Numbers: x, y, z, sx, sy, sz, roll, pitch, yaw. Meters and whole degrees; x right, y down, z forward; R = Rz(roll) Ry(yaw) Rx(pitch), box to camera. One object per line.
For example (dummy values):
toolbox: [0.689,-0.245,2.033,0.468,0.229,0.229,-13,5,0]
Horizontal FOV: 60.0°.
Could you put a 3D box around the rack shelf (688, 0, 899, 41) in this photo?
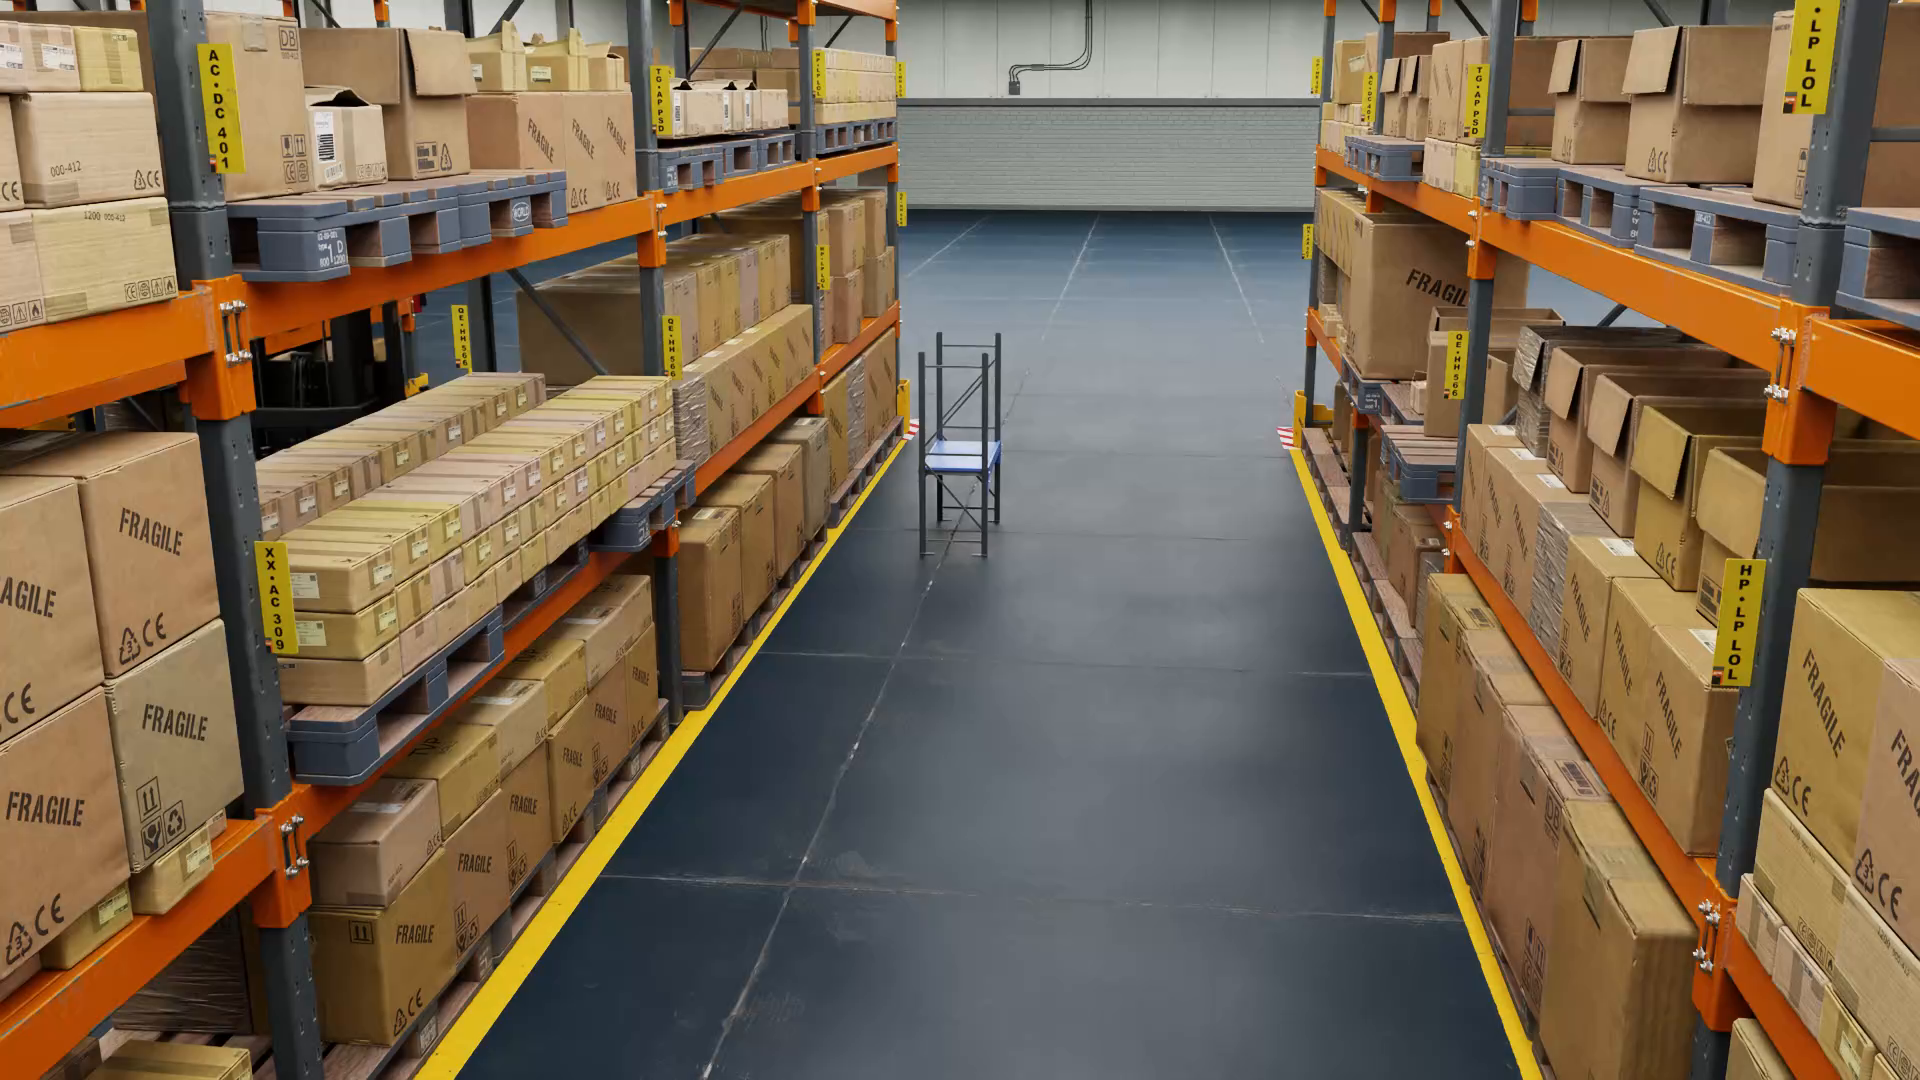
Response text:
rack shelf: [-1.329,-4.383,13.776,1.077,0.370,4.000,2,15,6]

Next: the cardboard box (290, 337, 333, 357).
cardboard box: [-5.902,-1.770,15.245,0.380,0.149,0.250,2,15,9]

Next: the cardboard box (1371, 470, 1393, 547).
cardboard box: [3.271,-0.183,11.540,0.700,0.500,0.500,1,15,2]

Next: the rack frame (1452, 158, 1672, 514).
rack frame: [2.911,-0.299,8.021,1.000,3.000,0.127,2,15,6]

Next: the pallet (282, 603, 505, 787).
pallet: [-2.227,0.465,5.563,1.003,0.211,1.213,2,15,6]

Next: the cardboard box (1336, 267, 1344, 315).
cardboard box: [3.687,-2.162,14.150,0.875,0.500,0.500,2,15,6]

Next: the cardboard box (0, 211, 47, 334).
cardboard box: [-2.313,-0.545,3.471,0.500,0.250,0.500,2,15,6]

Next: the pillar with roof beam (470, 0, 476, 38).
pillar with roof beam: [-5.631,-10.094,32.754,9.100,9.000,0.400,2,15,6]

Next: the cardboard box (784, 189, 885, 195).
cardboard box: [-1.184,-3.045,15.819,0.875,0.550,0.550,2,15,6]

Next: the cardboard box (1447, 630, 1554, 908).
cardboard box: [2.704,0.933,6.729,1.225,0.875,0.875,2,15,6]

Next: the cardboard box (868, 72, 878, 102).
cardboard box: [-0.996,-3.921,14.391,0.500,0.250,0.500,2,15,6]

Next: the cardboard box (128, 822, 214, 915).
cardboard box: [-2.178,0.839,4.296,0.380,0.149,0.250,1,15,5]

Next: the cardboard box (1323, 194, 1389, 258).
cardboard box: [3.362,-2.654,14.055,0.500,0.500,0.500,2,15,6]

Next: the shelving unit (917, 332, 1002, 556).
shelving unit: [0.010,-0.746,12.548,0.538,1.500,1.048,2,15,6]

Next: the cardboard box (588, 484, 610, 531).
cardboard box: [-1.724,-0.146,7.131,0.380,0.149,0.250,1,15,4]

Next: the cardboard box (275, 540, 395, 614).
cardboard box: [-1.956,0.109,5.049,0.380,0.149,0.250,2,15,9]

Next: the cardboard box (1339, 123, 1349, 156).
cardboard box: [3.337,-3.234,13.418,0.500,0.250,0.500,2,15,8]

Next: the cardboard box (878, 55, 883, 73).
cardboard box: [-0.891,-4.213,14.707,0.380,0.149,0.250,2,15,7]

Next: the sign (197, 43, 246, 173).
sign: [-1.918,-1.117,4.310,0.100,0.325,0.005,2,15,6]

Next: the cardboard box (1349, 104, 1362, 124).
cardboard box: [3.255,-3.339,13.041,0.380,0.149,0.250,2,15,9]

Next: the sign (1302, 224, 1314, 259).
sign: [3.274,-2.808,15.640,0.100,0.325,0.005,2,15,6]

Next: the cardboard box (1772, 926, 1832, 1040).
cardboard box: [2.066,0.995,3.717,0.380,0.149,0.250,1,15,4]

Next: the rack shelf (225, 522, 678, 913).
rack shelf: [-2.232,0.395,6.833,1.077,0.370,4.000,2,15,6]

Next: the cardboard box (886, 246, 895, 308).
cardboard box: [-1.100,-2.521,15.951,0.875,0.550,0.550,2,15,6]

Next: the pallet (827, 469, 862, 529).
pallet: [-1.391,-0.357,13.579,1.003,0.211,1.213,2,15,6]

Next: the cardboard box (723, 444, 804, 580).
cardboard box: [-1.648,-0.212,11.203,1.050,0.750,0.750,2,15,6]

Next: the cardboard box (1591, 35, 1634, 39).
cardboard box: [3.219,-2.151,7.974,0.500,0.500,0.500,2,15,7]

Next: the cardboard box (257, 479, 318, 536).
cardboard box: [-2.516,-0.117,5.885,0.380,0.149,0.250,2,15,6]

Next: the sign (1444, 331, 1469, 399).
sign: [2.370,-0.833,7.930,0.100,0.325,0.005,2,15,6]

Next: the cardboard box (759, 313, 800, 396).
cardboard box: [-1.405,-1.283,11.467,0.500,0.500,0.500,2,15,6]

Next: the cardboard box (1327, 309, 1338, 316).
cardboard box: [3.411,-1.927,14.522,0.380,0.149,0.250,2,15,6]

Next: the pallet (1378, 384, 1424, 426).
pallet: [3.093,-0.721,9.949,1.003,0.211,1.213,2,15,6]

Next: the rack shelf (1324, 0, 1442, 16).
rack shelf: [3.588,-4.402,13.087,1.077,0.370,4.000,2,15,6]

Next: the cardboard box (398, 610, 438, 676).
cardboard box: [-1.931,0.324,5.393,0.380,0.149,0.250,2,15,7]

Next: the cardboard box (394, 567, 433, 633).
cardboard box: [-1.929,0.185,5.337,0.380,0.149,0.250,1,15,5]

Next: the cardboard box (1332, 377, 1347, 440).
cardboard box: [3.726,-1.208,15.368,0.500,0.500,0.500,5,16,17]

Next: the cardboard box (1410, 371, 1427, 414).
cardboard box: [2.830,-0.877,9.612,0.396,0.266,0.258,1,15,5]

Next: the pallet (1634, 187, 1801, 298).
pallet: [2.514,-0.856,4.702,0.805,0.209,1.217,1,15,4]

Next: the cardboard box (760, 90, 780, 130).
cardboard box: [-1.476,-2.808,10.846,0.500,0.250,0.500,2,15,6]

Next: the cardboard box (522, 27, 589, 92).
cardboard box: [-1.837,-2.091,7.243,0.396,0.266,0.258,2,15,6]

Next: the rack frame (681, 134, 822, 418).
rack frame: [-1.555,-1.509,12.494,1.000,3.000,0.127,2,15,6]

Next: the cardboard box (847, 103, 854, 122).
cardboard box: [-1.063,-3.435,13.356,0.380,0.149,0.250,1,15,5]

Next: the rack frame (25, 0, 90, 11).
rack frame: [-6.485,-4.524,12.154,1.000,3.000,0.127,2,15,6]

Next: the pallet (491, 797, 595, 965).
pallet: [-2.236,1.393,7.105,1.003,0.211,1.213,2,15,6]

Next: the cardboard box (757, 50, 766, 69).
cardboard box: [-1.744,-3.771,13.072,0.380,0.149,0.250,2,15,7]

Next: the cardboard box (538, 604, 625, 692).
cardboard box: [-1.869,0.487,7.661,0.500,0.250,0.500,2,15,7]

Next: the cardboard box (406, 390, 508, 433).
cardboard box: [-2.311,-0.592,7.643,0.380,0.149,0.250,2,15,6]

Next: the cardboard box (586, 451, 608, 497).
cardboard box: [-1.724,-0.288,7.086,0.380,0.149,0.250,2,15,6]

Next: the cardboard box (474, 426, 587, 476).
cardboard box: [-1.754,-0.364,6.798,0.380,0.149,0.250,2,15,9]

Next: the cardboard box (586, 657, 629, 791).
cardboard box: [-1.883,0.846,7.772,0.500,0.500,0.500,2,15,9]

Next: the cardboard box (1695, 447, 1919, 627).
cardboard box: [2.523,0.040,4.653,0.797,0.503,0.637,1,15,5]

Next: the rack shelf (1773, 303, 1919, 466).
rack shelf: [2.234,0.157,1.968,1.077,0.370,4.000,2,15,6]

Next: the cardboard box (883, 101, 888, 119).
cardboard box: [-0.862,-3.896,15.061,0.380,0.149,0.250,2,15,7]

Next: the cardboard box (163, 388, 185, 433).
cardboard box: [-6.150,-1.011,13.679,0.500,0.500,0.500,2,15,9]

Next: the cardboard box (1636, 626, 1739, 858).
cardboard box: [2.241,0.561,4.649,0.500,0.500,0.500,2,15,6]

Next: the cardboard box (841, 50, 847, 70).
cardboard box: [-1.091,-3.753,13.007,0.380,0.149,0.250,1,15,5]

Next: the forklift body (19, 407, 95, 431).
forklift body: [-9.367,-1.856,15.404,2.313,2.155,1.214,2,15,6]

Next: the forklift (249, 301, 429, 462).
forklift: [-4.158,-1.087,11.067,1.130,2.935,3.031,1,15,2]

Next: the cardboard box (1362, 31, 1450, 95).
cardboard box: [3.159,-3.342,11.808,0.500,0.500,0.500,1,15,5]

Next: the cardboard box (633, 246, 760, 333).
cardboard box: [-1.718,-1.646,10.896,0.700,0.500,0.500,2,15,7]
